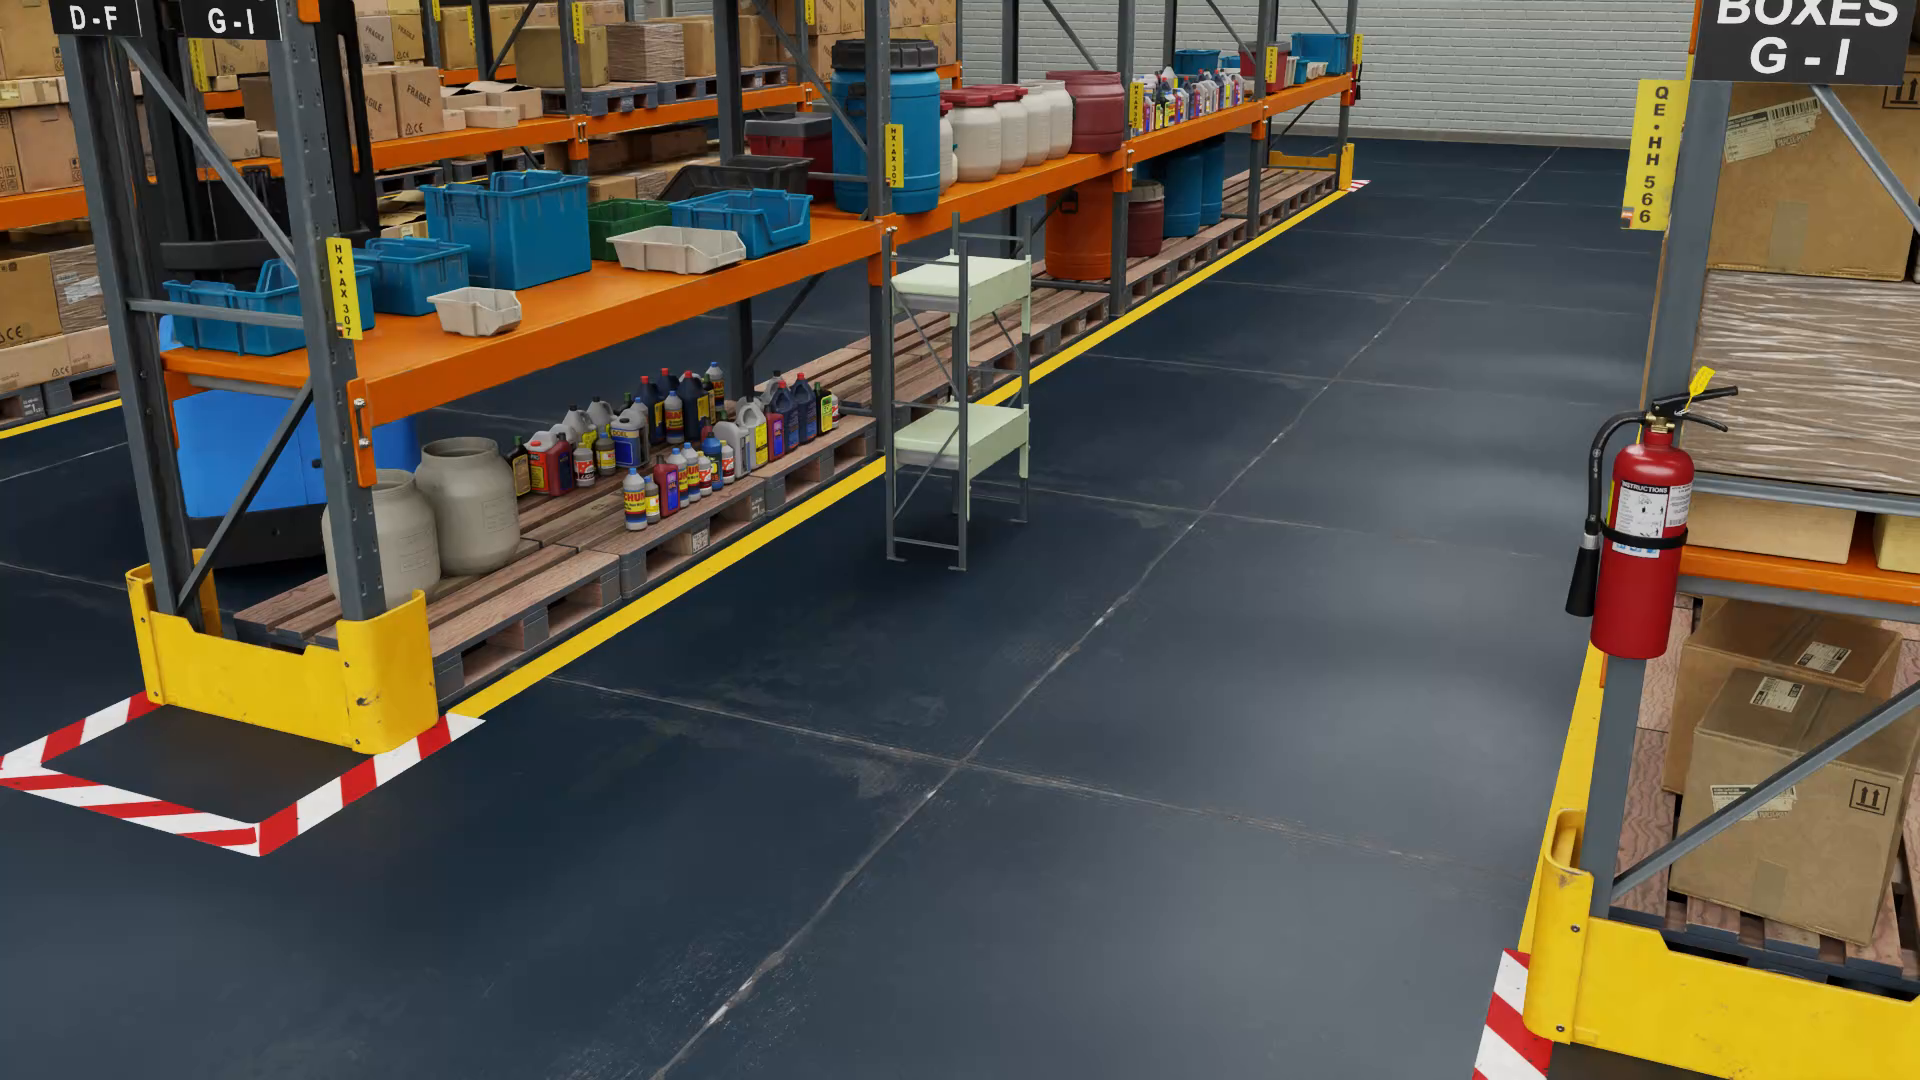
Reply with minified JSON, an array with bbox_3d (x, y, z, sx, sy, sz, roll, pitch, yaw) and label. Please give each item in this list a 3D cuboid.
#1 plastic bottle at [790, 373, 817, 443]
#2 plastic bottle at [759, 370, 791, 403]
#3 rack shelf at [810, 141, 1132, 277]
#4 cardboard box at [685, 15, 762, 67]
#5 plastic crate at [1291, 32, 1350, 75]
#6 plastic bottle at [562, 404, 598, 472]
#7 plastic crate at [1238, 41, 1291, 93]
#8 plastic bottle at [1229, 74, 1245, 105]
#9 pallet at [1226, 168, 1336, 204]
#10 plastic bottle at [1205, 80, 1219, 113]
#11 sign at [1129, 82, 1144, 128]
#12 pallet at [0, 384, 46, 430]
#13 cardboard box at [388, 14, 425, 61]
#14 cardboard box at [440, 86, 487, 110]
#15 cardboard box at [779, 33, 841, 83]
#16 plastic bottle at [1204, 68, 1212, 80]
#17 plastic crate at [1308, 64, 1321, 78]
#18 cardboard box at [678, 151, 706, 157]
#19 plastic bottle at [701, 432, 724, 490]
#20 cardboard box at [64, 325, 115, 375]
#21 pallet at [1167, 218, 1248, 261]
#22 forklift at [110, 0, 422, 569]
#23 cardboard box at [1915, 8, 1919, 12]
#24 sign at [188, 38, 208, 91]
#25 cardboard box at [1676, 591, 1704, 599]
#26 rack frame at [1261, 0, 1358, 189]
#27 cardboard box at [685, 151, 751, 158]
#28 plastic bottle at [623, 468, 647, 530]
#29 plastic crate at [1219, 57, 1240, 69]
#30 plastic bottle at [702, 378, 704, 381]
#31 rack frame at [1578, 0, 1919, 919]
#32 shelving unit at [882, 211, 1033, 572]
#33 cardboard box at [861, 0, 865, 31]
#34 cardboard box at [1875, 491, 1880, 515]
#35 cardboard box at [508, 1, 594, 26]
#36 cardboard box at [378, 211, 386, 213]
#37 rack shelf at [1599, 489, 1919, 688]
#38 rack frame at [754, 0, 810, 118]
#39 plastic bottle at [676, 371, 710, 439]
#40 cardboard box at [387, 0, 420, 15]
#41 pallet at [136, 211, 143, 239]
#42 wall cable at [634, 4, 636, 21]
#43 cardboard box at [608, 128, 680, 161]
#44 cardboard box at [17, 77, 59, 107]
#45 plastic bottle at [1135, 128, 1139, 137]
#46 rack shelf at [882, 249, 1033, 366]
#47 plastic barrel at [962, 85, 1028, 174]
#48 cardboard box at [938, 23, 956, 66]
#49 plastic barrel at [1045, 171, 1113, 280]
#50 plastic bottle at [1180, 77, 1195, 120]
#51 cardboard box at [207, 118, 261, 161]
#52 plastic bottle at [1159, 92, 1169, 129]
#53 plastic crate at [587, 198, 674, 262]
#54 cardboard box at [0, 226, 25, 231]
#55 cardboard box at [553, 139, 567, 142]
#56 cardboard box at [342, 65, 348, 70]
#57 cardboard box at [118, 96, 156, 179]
[{"bbox_3d":[-0.845,-0.701,8.759,0.144,0.351,0.185,8,21,21],"label":"plastic bottle"},{"bbox_3d":[-0.976,-0.720,8.814,0.144,0.351,0.185,9,21,23],"label":"plastic bottle"},{"bbox_3d":[-0.025,-2.250,10.893,1.077,0.370,4.000,9,21,23],"label":"rack shelf"},{"bbox_3d":[-2.484,-5.235,17.436,0.700,0.500,0.500,2,20,4],"label":"cardboard box"},{"bbox_3d":[4.103,-5.563,18.992,0.616,0.435,0.499,9,21,23],"label":"plastic crate"},{"bbox_3d":[-1.881,-0.503,8.202,0.144,0.351,0.185,10,22,25],"label":"plastic bottle"},{"bbox_3d":[3.026,-4.720,16.580,0.402,0.464,0.583,9,21,23],"label":"plastic crate"},{"bbox_3d":[2.566,-4.200,15.487,0.152,0.276,0.135,9,21,23],"label":"plastic bottle"},{"bbox_3d":[3.697,-4.085,19.142,1.003,0.211,1.213,9,21,23],"label":"pallet"},{"bbox_3d":[2.209,-3.934,14.740,0.152,0.276,0.135,9,21,23],"label":"plastic bottle"},{"bbox_3d":[1.299,-3.204,12.258,0.100,0.325,0.005,9,21,23],"label":"sign"},{"bbox_3d":[-6.223,-0.733,9.715,1.003,0.211,1.213,9,21,23],"label":"pallet"},{"bbox_3d":[-6.565,-5.804,19.188,0.500,0.500,0.500,8,21,22],"label":"cardboard box"},{"bbox_3d":[-4.266,-3.593,13.727,0.500,0.311,0.500,8,21,22],"label":"cardboard box"},{"bbox_3d":[-1.628,-5.270,18.161,0.500,0.500,0.500,9,22,24],"label":"cardboard box"},{"bbox_3d":[2.223,-4.094,15.077,0.144,0.351,0.185,9,21,23],"label":"plastic bottle"},{"bbox_3d":[3.769,-5.189,18.388,0.396,0.136,0.243,9,21,23],"label":"plastic crate"},{"bbox_3d":[-2.926,-3.703,16.978,0.500,0.500,0.500,9,21,23],"label":"cardboard box"},{"bbox_3d":[-1.191,-0.386,7.992,0.097,0.271,0.097,0,20,0],"label":"plastic bottle"},{"bbox_3d":[-5.566,-1.238,10.449,0.500,0.250,0.500,9,21,23],"label":"cardboard box"},{"bbox_3d":[2.078,-2.879,15.750,1.003,0.211,1.213,9,21,23],"label":"pallet"},{"bbox_3d":[-3.537,-1.704,8.387,1.130,2.935,3.031,-8,21,-22],"label":"forklift"},{"bbox_3d":[3.741,-1.781,6.415,0.500,0.500,0.500,9,21,23],"label":"cardboard box"},{"bbox_3d":[-4.854,-3.028,10.597,0.100,0.325,0.005,9,21,23],"label":"sign"},{"bbox_3d":[3.247,-0.025,6.667,0.500,0.500,0.500,17,26,40],"label":"cardboard box"},{"bbox_3d":[4.070,-5.646,19.368,1.000,3.000,0.127,9,21,23],"label":"rack frame"},{"bbox_3d":[-2.442,-3.640,16.802,0.500,0.500,0.500,9,21,23],"label":"cardboard box"},{"bbox_3d":[-1.455,-0.188,7.437,0.097,0.271,0.097,0,20,0],"label":"plastic bottle"},{"bbox_3d":[3.006,-5.071,17.911,0.416,0.233,0.300,9,21,23],"label":"plastic crate"},{"bbox_3d":[-1.416,-0.798,9.256,0.097,0.201,0.097,0,20,0],"label":"plastic bottle"},{"bbox_3d":[2.037,-0.075,3.704,1.000,3.000,0.127,9,21,23],"label":"rack frame"},{"bbox_3d":[-0.003,-0.705,7.712,0.431,1.500,0.755,9,21,23],"label":"shelving unit"},{"bbox_3d":[-1.214,-6.043,18.842,0.500,0.500,0.500,8,21,21],"label":"cardboard box"},{"bbox_3d":[2.491,-0.085,4.107,0.380,0.149,0.250,9,21,23],"label":"cardboard box"},{"bbox_3d":[-5.456,-6.766,22.068,0.980,0.700,0.700,8,21,22],"label":"cardboard box"},{"bbox_3d":[-4.834,-2.454,13.031,0.500,0.311,0.500,8,21,22],"label":"cardboard box"},{"bbox_3d":[2.856,-0.348,5.544,1.077,0.370,4.000,9,21,23],"label":"rack shelf"},{"bbox_3d":[-2.085,-5.104,17.844,1.000,3.000,0.127,9,21,23],"label":"rack frame"},{"bbox_3d":[-1.422,-0.727,8.834,0.144,0.351,0.185,9,21,23],"label":"plastic bottle"},{"bbox_3d":[-6.564,-6.155,19.057,0.500,0.250,0.500,9,22,24],"label":"cardboard box"},{"bbox_3d":[-8.566,-3.007,16.110,1.003,0.211,1.213,9,21,23],"label":"pallet"},{"bbox_3d":[-5.307,-8.005,24.486,0.084,1.984,1.851,9,21,23],"label":"wall cable"},{"bbox_3d":[-3.120,-3.913,16.451,0.500,0.250,0.500,8,21,22],"label":"cardboard box"},{"bbox_3d":[-5.592,-2.663,9.862,0.380,0.149,0.250,9,21,23],"label":"cardboard box"},{"bbox_3d":[1.339,-3.260,12.850,0.097,0.271,0.097,0,20,0],"label":"plastic bottle"},{"bbox_3d":[-0.003,-1.072,7.581,0.431,0.370,0.720,9,21,23],"label":"rack shelf"},{"bbox_3d":[0.226,-2.661,10.771,0.433,0.535,0.433,0,20,0],"label":"plastic barrel"},{"bbox_3d":[-0.383,-6.200,20.776,0.500,0.500,0.500,9,22,24],"label":"cardboard box"},{"bbox_3d":[0.979,-2.528,13.212,0.600,0.830,0.708,9,21,23],"label":"plastic barrel"},{"bbox_3d":[1.903,-3.737,14.075,0.144,0.351,0.185,9,21,23],"label":"plastic bottle"},{"bbox_3d":[-5.200,-2.744,11.433,0.500,0.250,0.500,10,22,26],"label":"cardboard box"},{"bbox_3d":[1.647,-3.480,13.452,0.061,0.283,0.133,9,21,23],"label":"plastic bottle"},{"bbox_3d":[-1.657,-1.502,8.031,0.450,0.188,0.662,9,21,23],"label":"plastic crate"},{"bbox_3d":[-8.986,-3.065,15.184,0.700,0.500,0.500,8,21,22],"label":"cardboard box"},{"bbox_3d":[-5.574,-5.491,22.036,0.700,0.500,0.500,8,21,21],"label":"cardboard box"},{"bbox_3d":[-6.931,-5.224,18.526,0.380,0.149,0.250,9,21,23],"label":"cardboard box"},{"bbox_3d":[-5.537,-2.569,10.567,0.700,0.500,0.500,8,21,21],"label":"cardboard box"}]
